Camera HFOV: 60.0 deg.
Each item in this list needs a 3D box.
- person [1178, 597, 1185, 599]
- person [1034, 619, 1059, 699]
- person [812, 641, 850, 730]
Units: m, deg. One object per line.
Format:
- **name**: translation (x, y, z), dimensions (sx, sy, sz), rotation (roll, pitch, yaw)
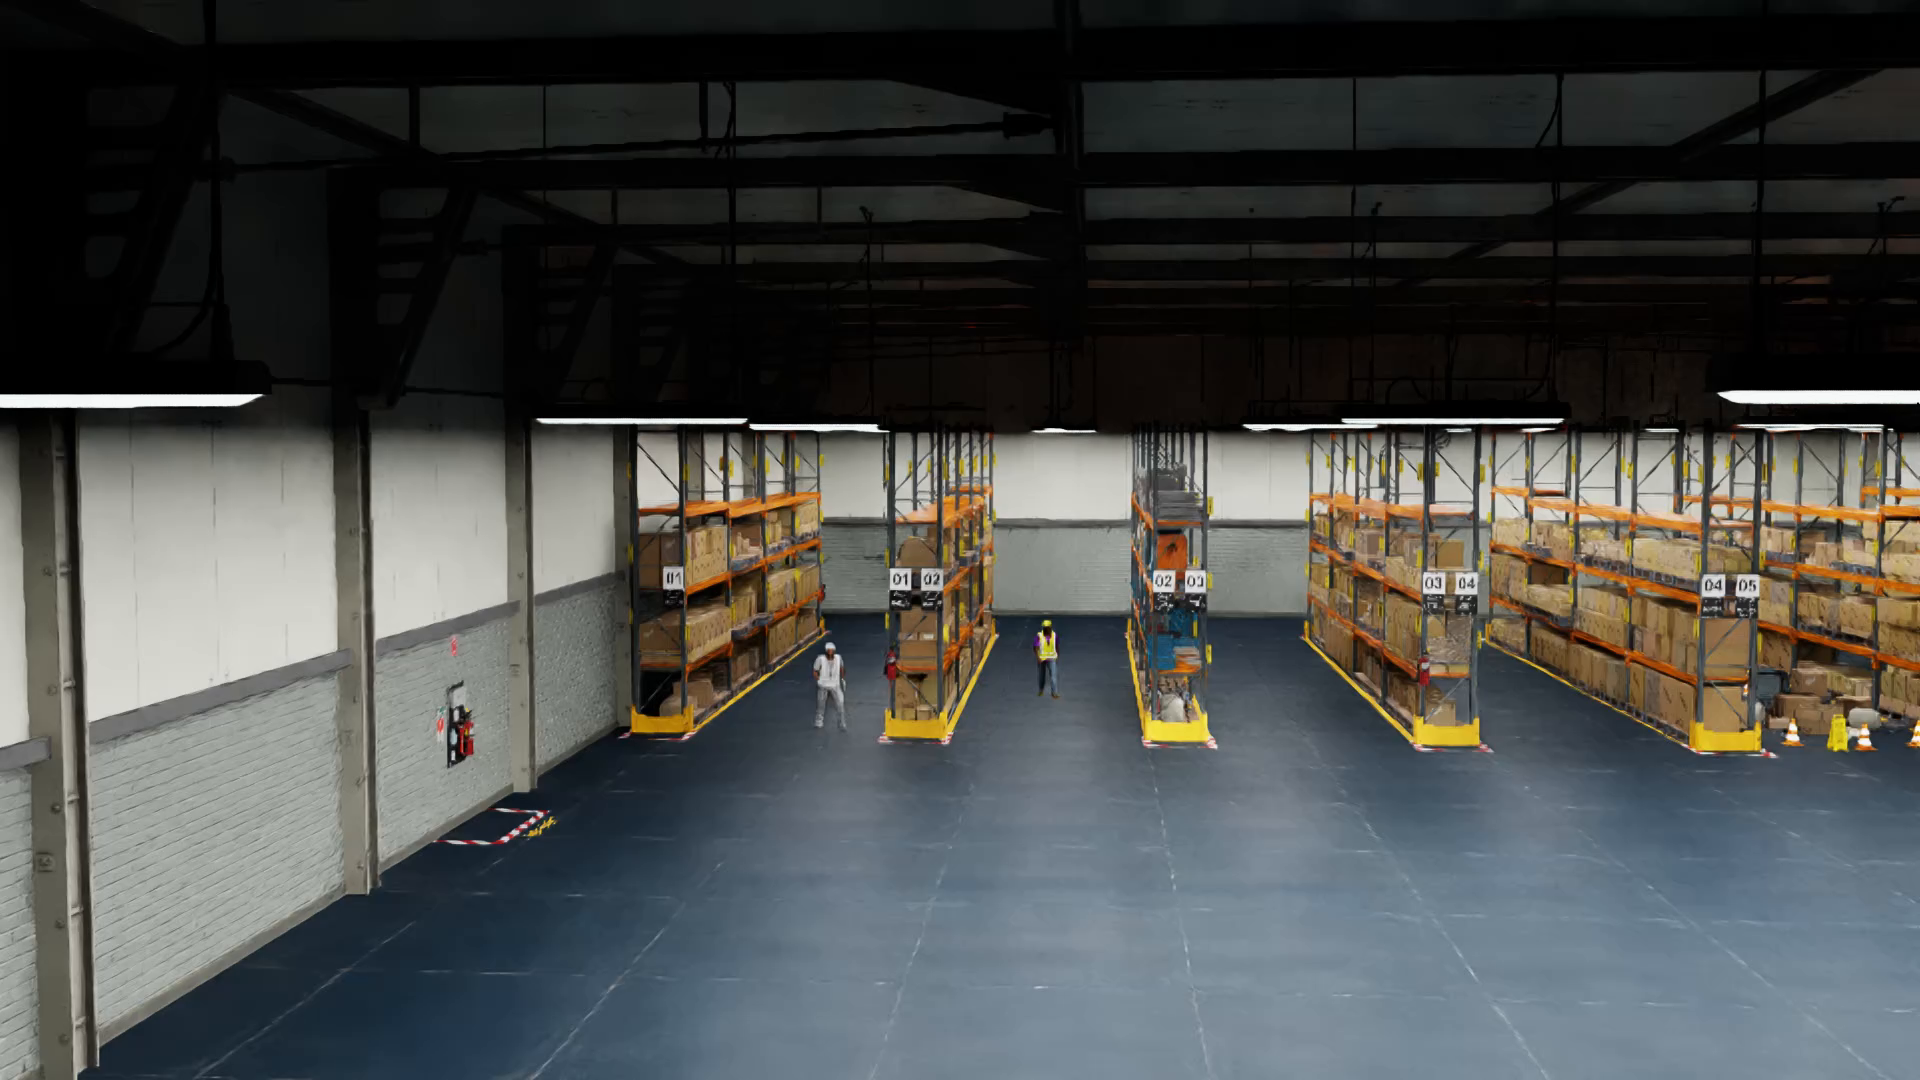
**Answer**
- **person**: translation (6.538, 1.665, 50.165), dimensions (0.501, 1.775, 0.750), rotation (4, 5, 44)
- **person**: translation (1.883, 2.572, 36.165), dimensions (0.571, 1.708, 1.033), rotation (0, 4, -4)
- **person**: translation (-2.535, 2.813, 32.311), dimensions (0.692, 1.723, 0.846), rotation (-1, 4, -12)
